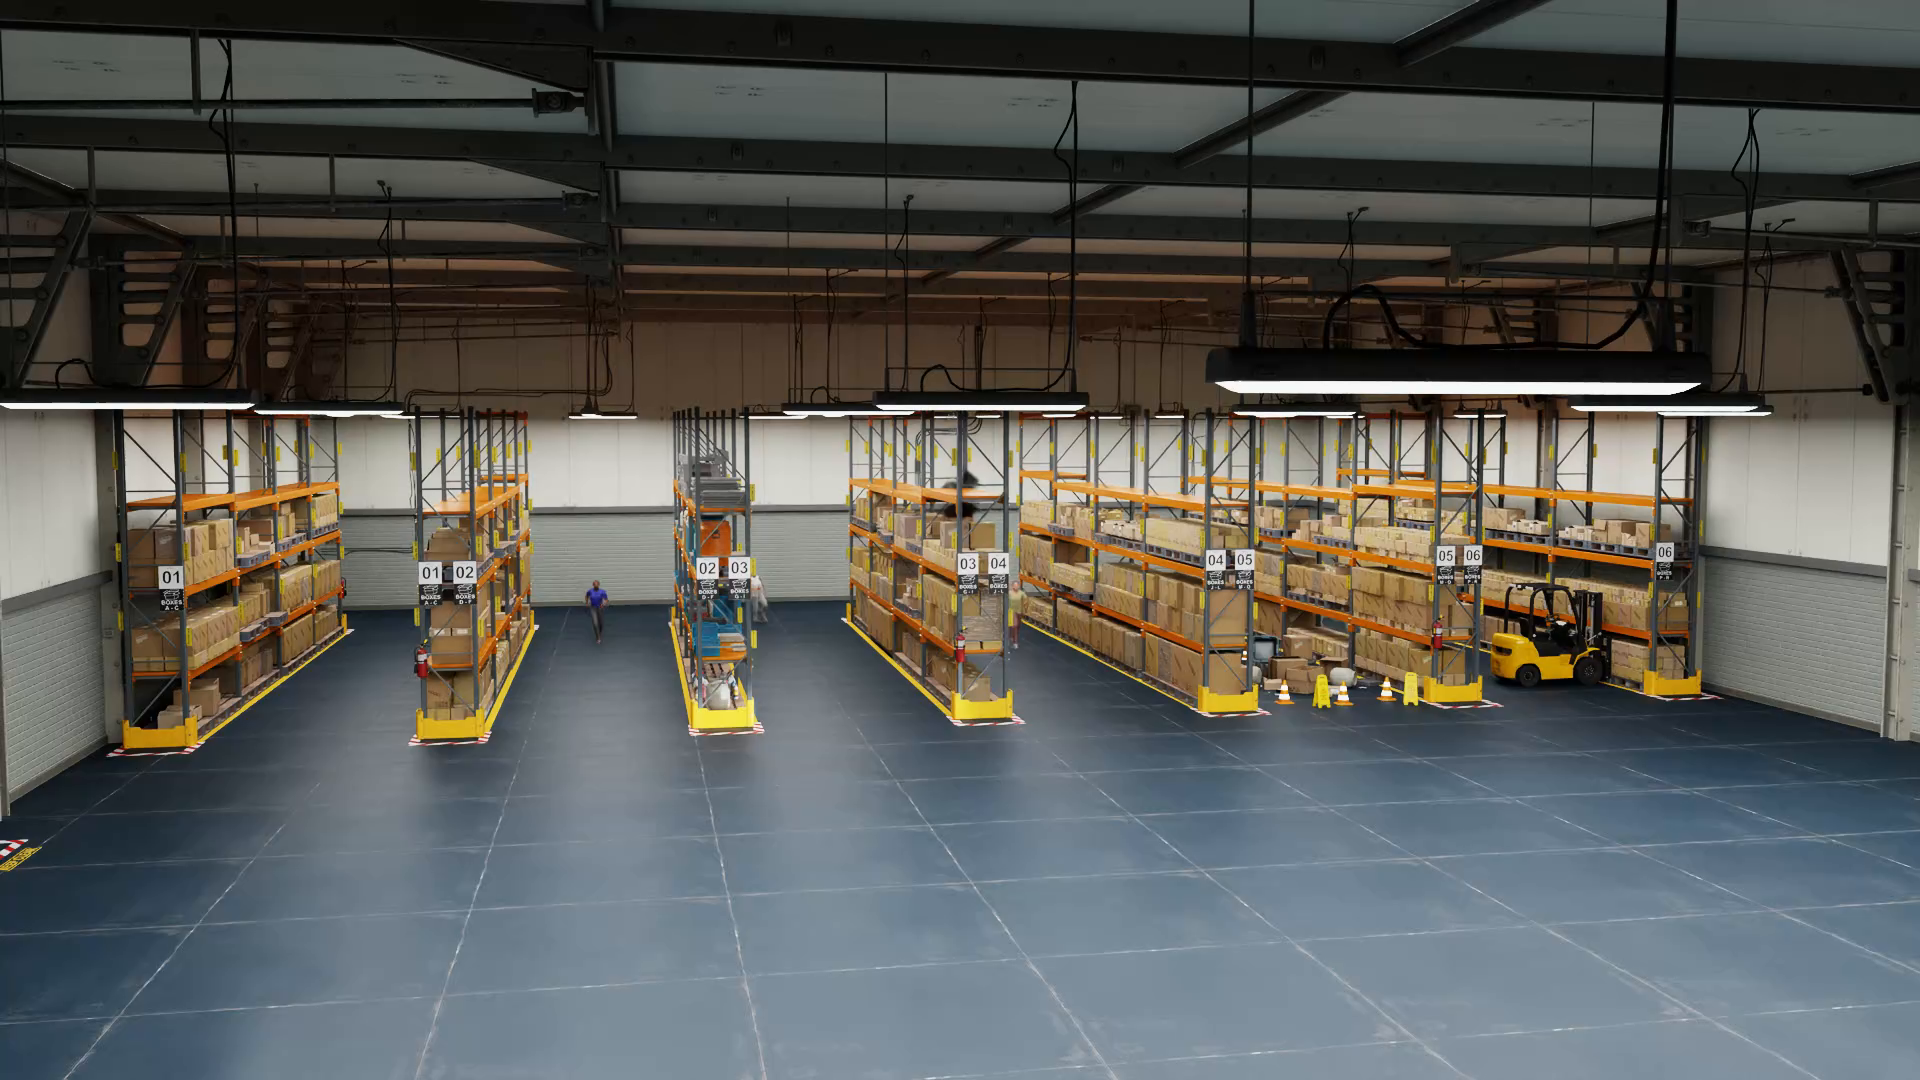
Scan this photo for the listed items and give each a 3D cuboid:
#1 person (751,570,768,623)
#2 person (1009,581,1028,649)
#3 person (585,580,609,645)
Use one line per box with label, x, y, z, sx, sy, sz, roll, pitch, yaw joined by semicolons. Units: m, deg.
person;-5.787;1.564;47.097;0.681;1.591;0.665;-3;5;-41
person;1.436;1.879;42.312;0.568;1.713;0.819;-1;4;-11
person;-9.416;1.849;43.146;0.599;1.649;0.915;-1;4;-10
